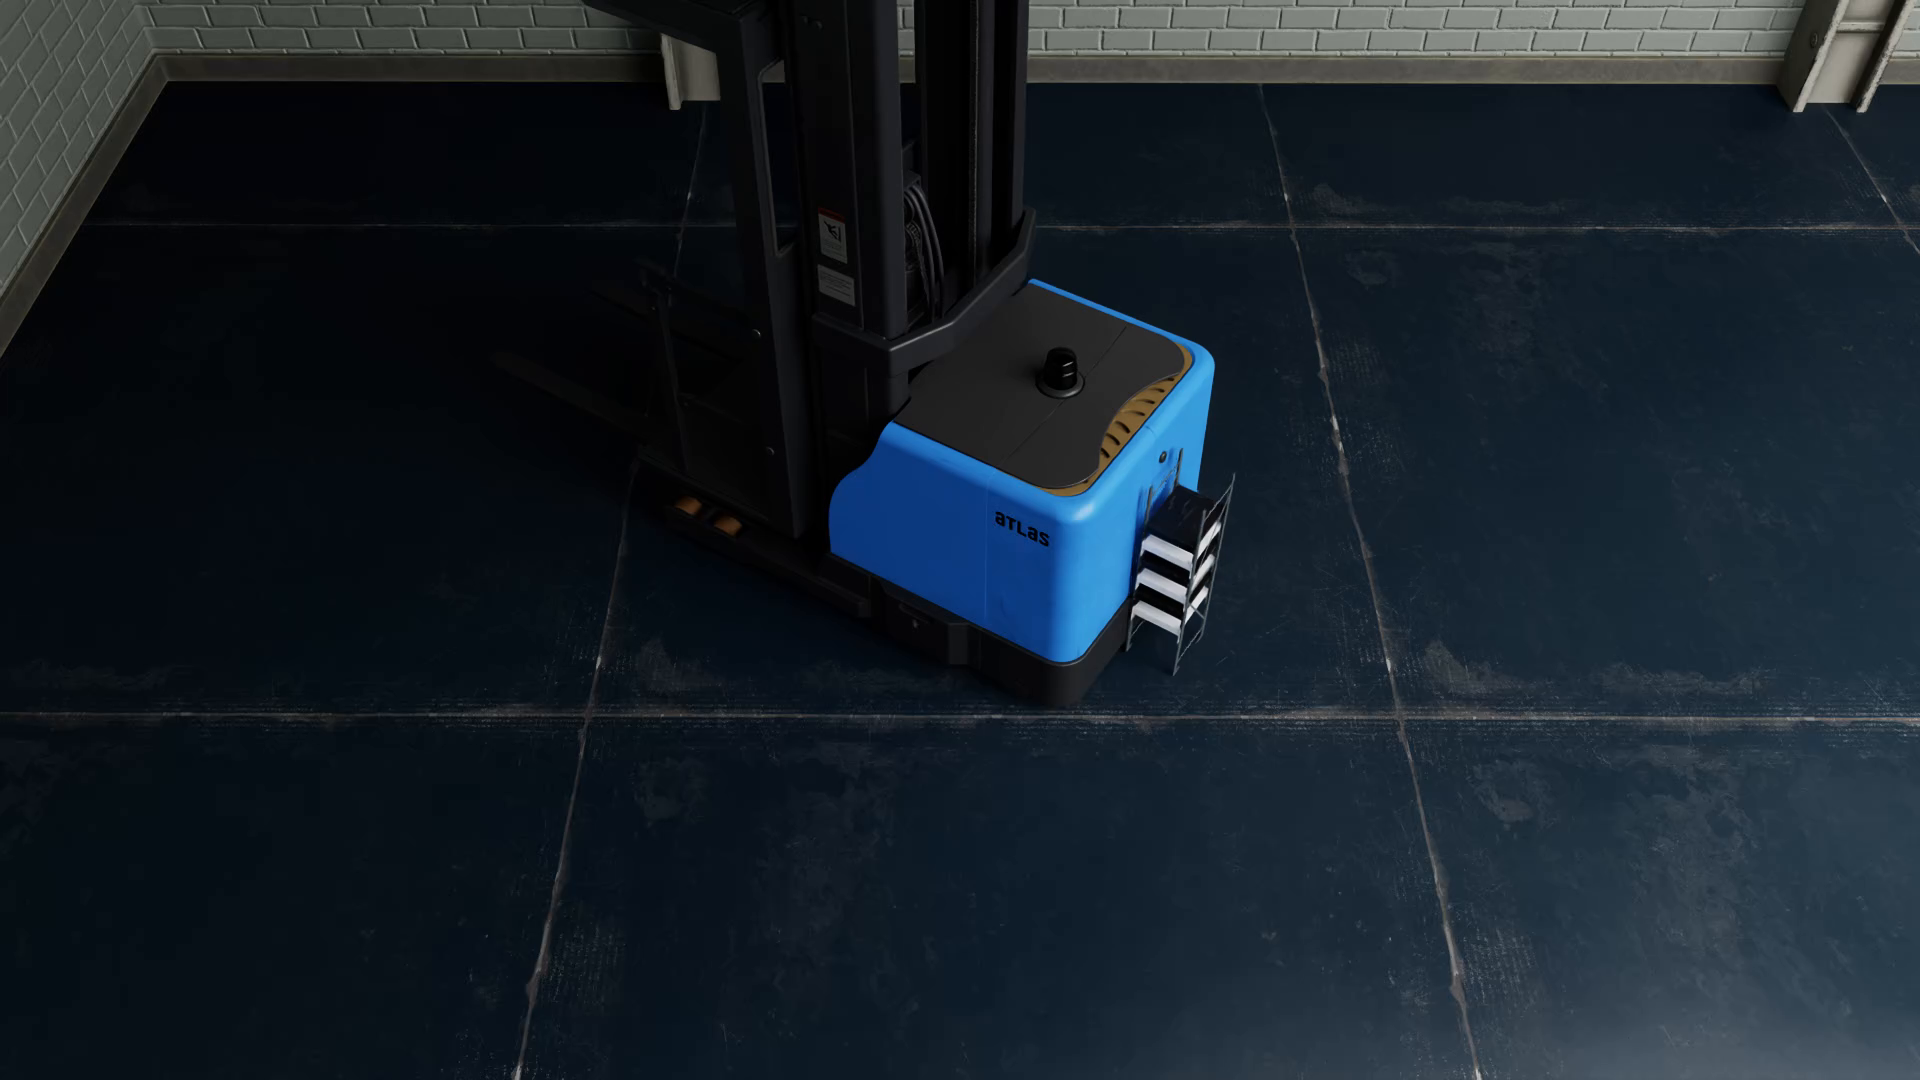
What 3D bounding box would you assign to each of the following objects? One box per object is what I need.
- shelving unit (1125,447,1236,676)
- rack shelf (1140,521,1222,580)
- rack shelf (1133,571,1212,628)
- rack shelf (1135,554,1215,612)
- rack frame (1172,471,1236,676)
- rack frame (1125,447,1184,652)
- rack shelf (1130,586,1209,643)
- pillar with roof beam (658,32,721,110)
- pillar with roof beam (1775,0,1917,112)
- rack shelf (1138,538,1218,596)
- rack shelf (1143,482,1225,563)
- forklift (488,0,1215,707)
[{"bbox_3d":[0.791,0.095,6.043,0.210,0.900,0.258,27,52,21],"label":"shelving unit"},{"bbox_3d":[0.794,-0.003,5.935,0.200,0.077,0.258,27,52,21],"label":"rack shelf"},{"bbox_3d":[0.788,0.178,6.135,0.200,0.077,0.258,27,52,21],"label":"rack shelf"},{"bbox_3d":[0.790,0.117,6.068,0.200,0.077,0.258,27,52,21],"label":"rack shelf"},{"bbox_3d":[0.876,0.138,6.007,0.006,0.900,0.240,27,52,21],"label":"rack frame"},{"bbox_3d":[0.706,0.053,6.080,0.006,0.900,0.240,27,52,21],"label":"rack frame"},{"bbox_3d":[0.787,0.238,6.201,0.200,0.077,0.258,27,52,21],"label":"rack shelf"},{"bbox_3d":[-1.374,-2.329,2.770,0.400,9.000,9.100,0,47,0],"label":"pillar with roof beam"},{"bbox_3d":[4.626,-2.313,2.755,0.400,9.000,9.100,0,47,0],"label":"pillar with roof beam"},{"bbox_3d":[0.792,0.057,6.001,0.200,0.077,0.258,27,52,21],"label":"rack shelf"},{"bbox_3d":[0.796,-0.064,5.868,0.200,0.077,0.258,27,52,21],"label":"rack shelf"},{"bbox_3d":[-0.590,-1.235,5.897,3.031,2.935,1.130,25,52,22],"label":"forklift"}]
